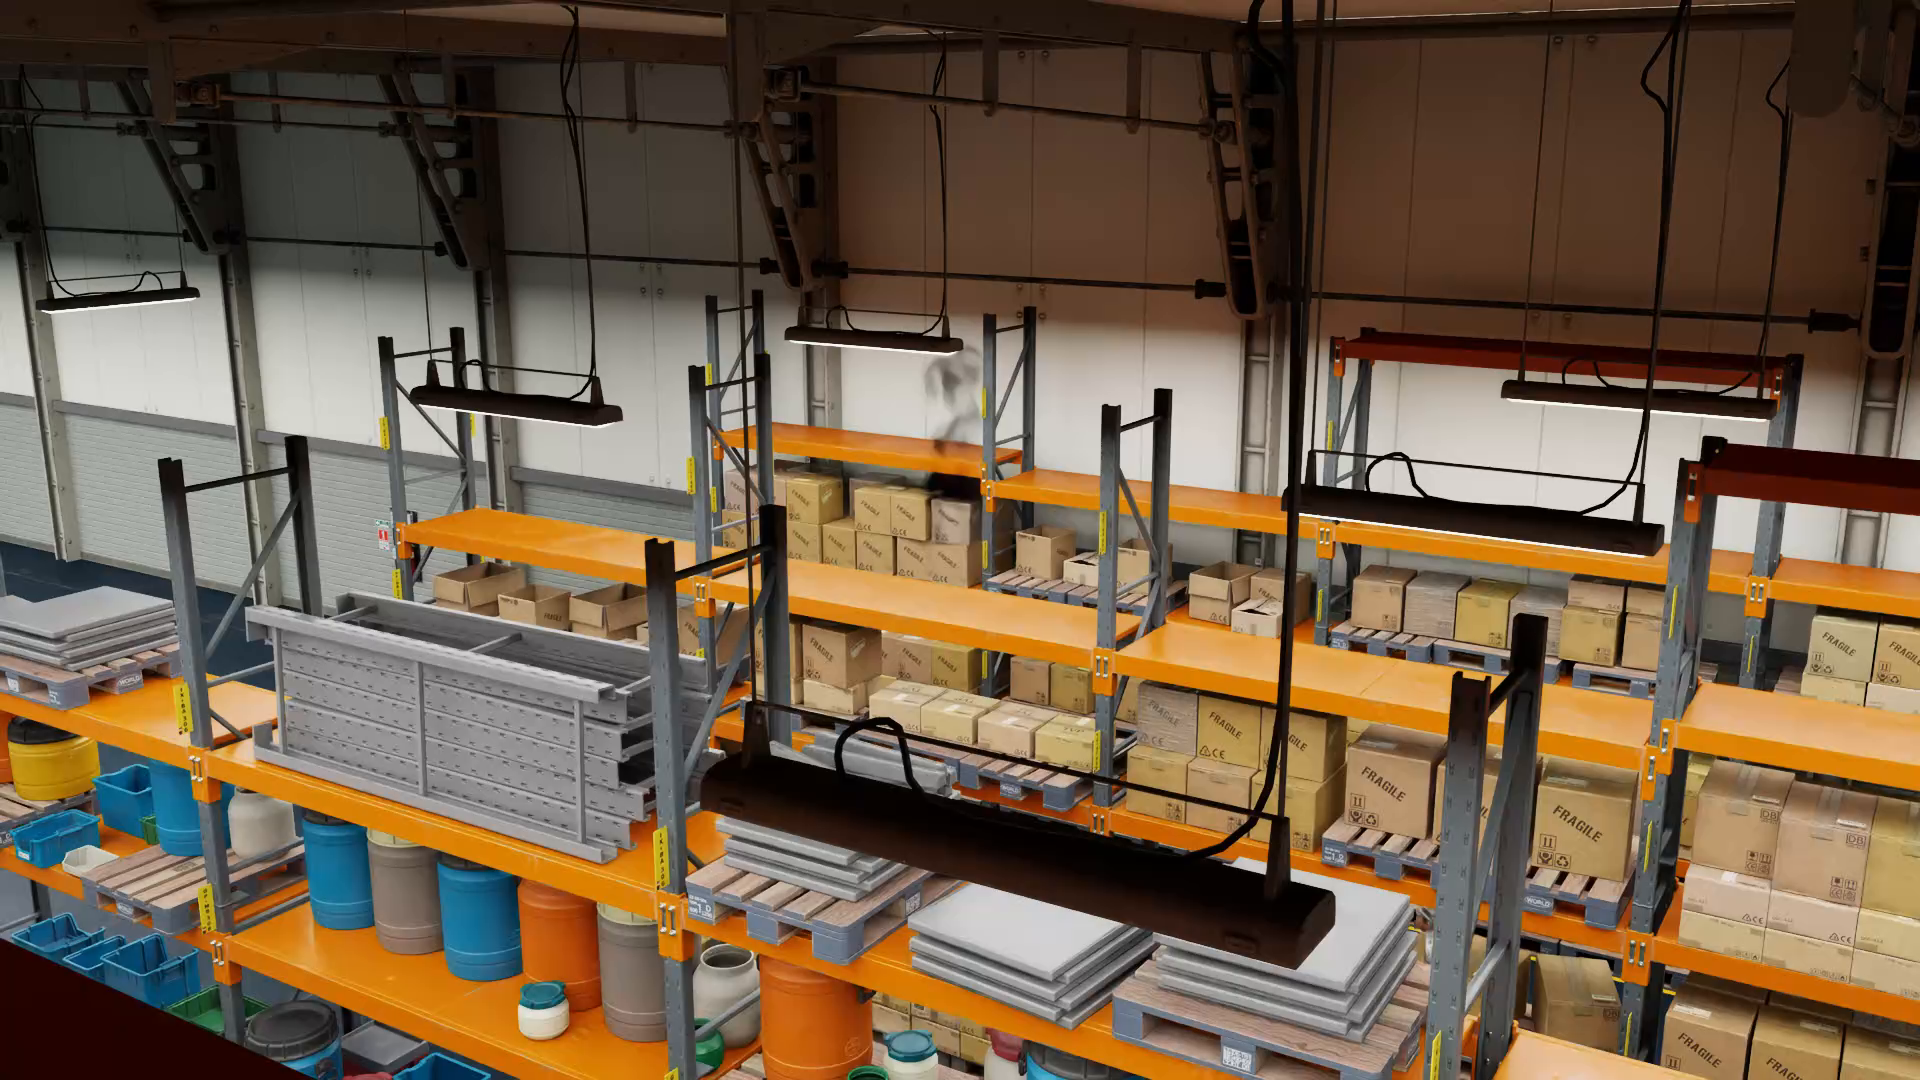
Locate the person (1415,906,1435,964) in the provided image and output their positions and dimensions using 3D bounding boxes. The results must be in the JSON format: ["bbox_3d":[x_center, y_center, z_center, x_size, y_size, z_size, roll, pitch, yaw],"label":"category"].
[{"bbox_3d":[4.022,3.878,14.186,0.761,1.698,0.627,7,15,27],"label":"person"}]
